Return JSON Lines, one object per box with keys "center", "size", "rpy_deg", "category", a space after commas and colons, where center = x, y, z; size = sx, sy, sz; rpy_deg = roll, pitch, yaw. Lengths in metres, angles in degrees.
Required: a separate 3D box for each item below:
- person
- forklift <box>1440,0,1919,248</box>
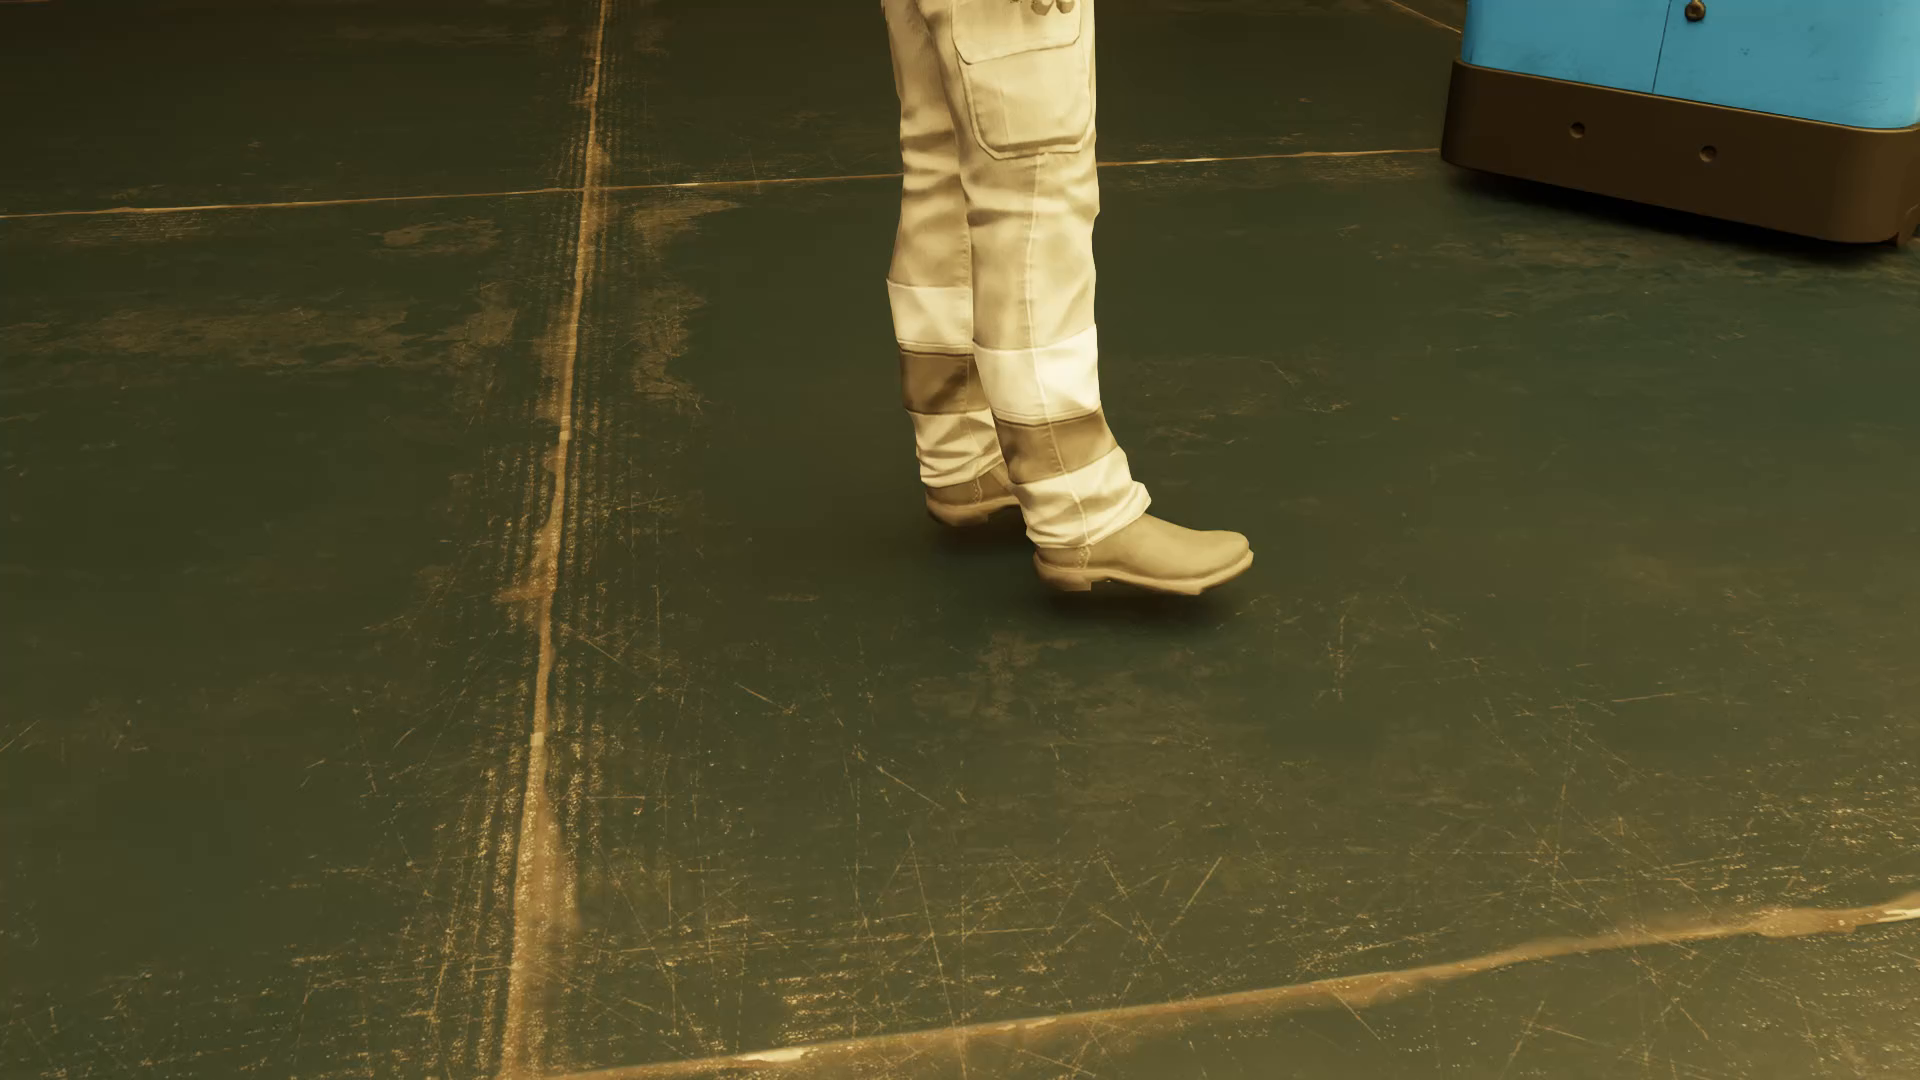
{"center": [0.081, -0.833, 2.060], "size": [0.564, 1.786, 0.638], "rpy_deg": [-5, 28, -9], "category": "person"}
{"center": [2.571, -2.525, 4.132], "size": [1.130, 2.935, 3.031], "rpy_deg": [24, 36, 37], "category": "forklift"}
